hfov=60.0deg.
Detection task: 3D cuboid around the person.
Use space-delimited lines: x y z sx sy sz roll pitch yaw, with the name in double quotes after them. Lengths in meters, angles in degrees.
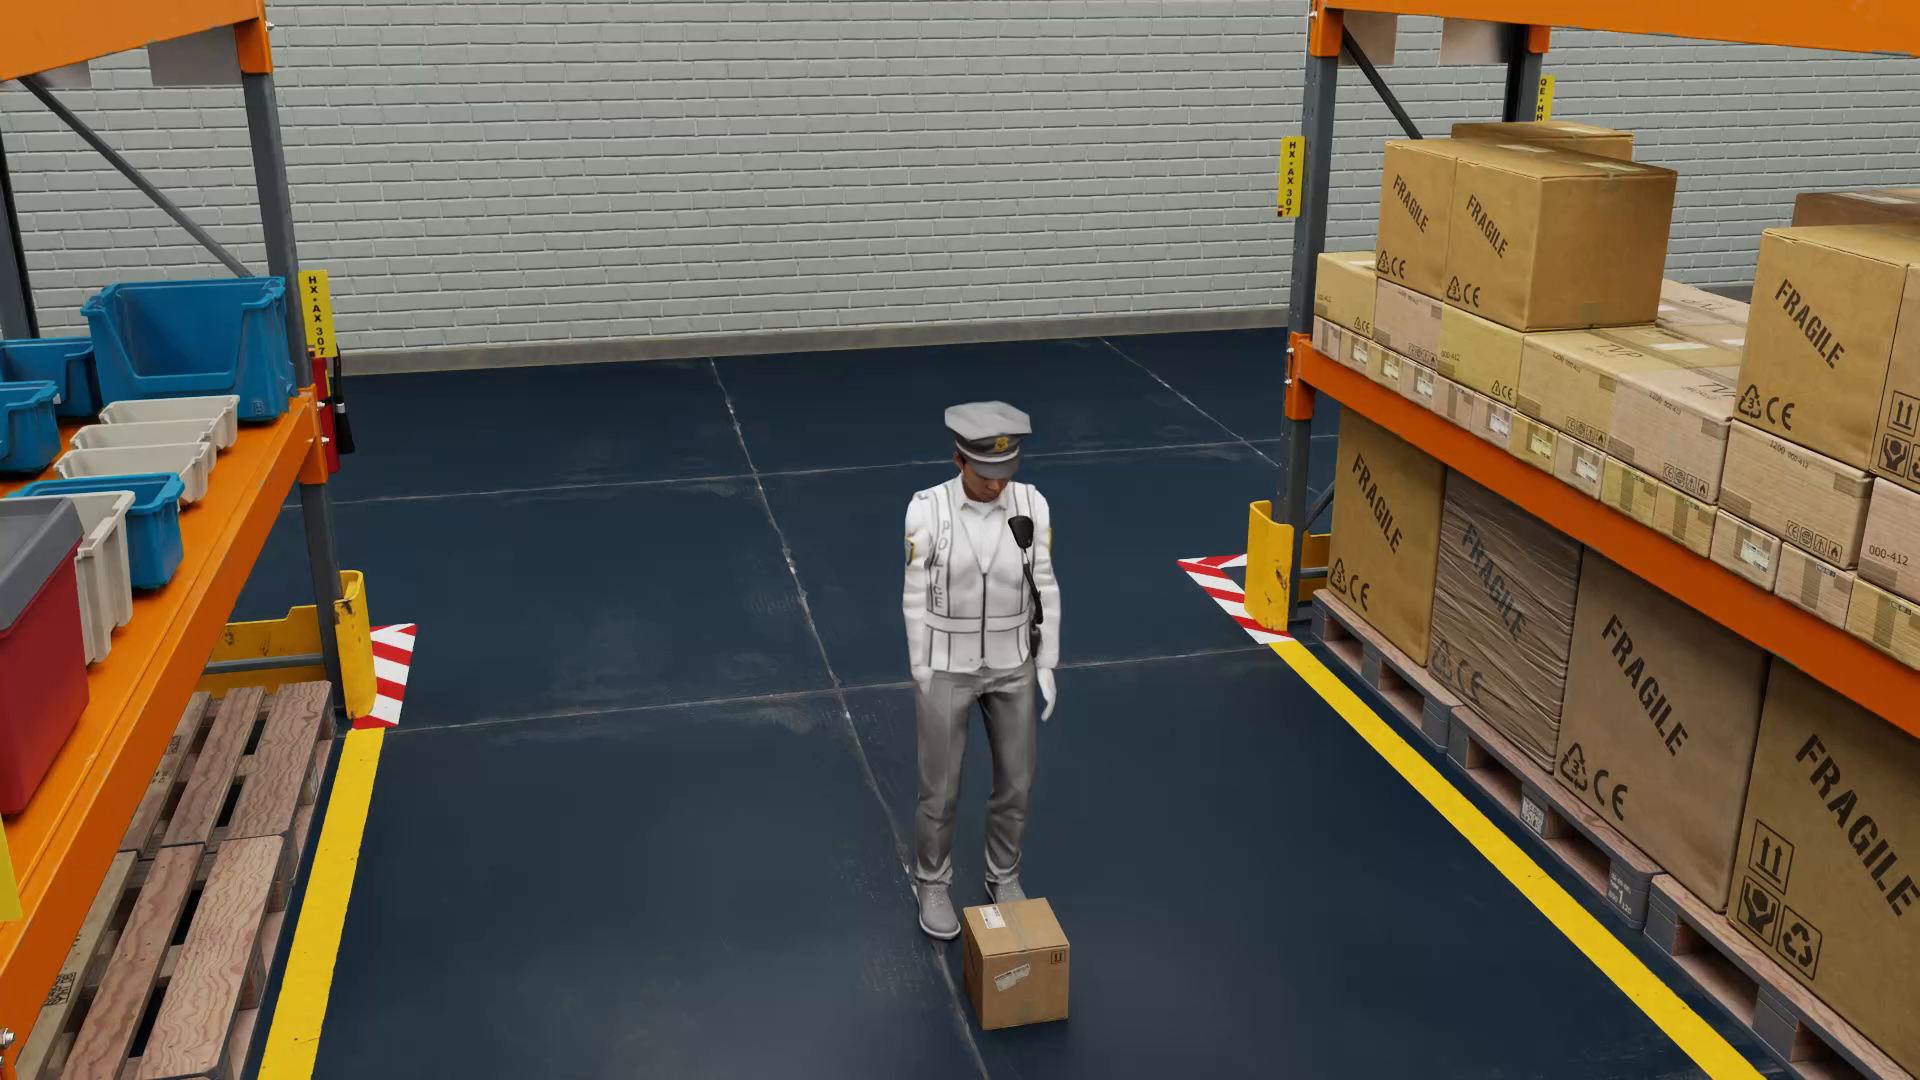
0.069 0.398 4.983 0.476 1.659 0.338 -4 20 -11 "person"
